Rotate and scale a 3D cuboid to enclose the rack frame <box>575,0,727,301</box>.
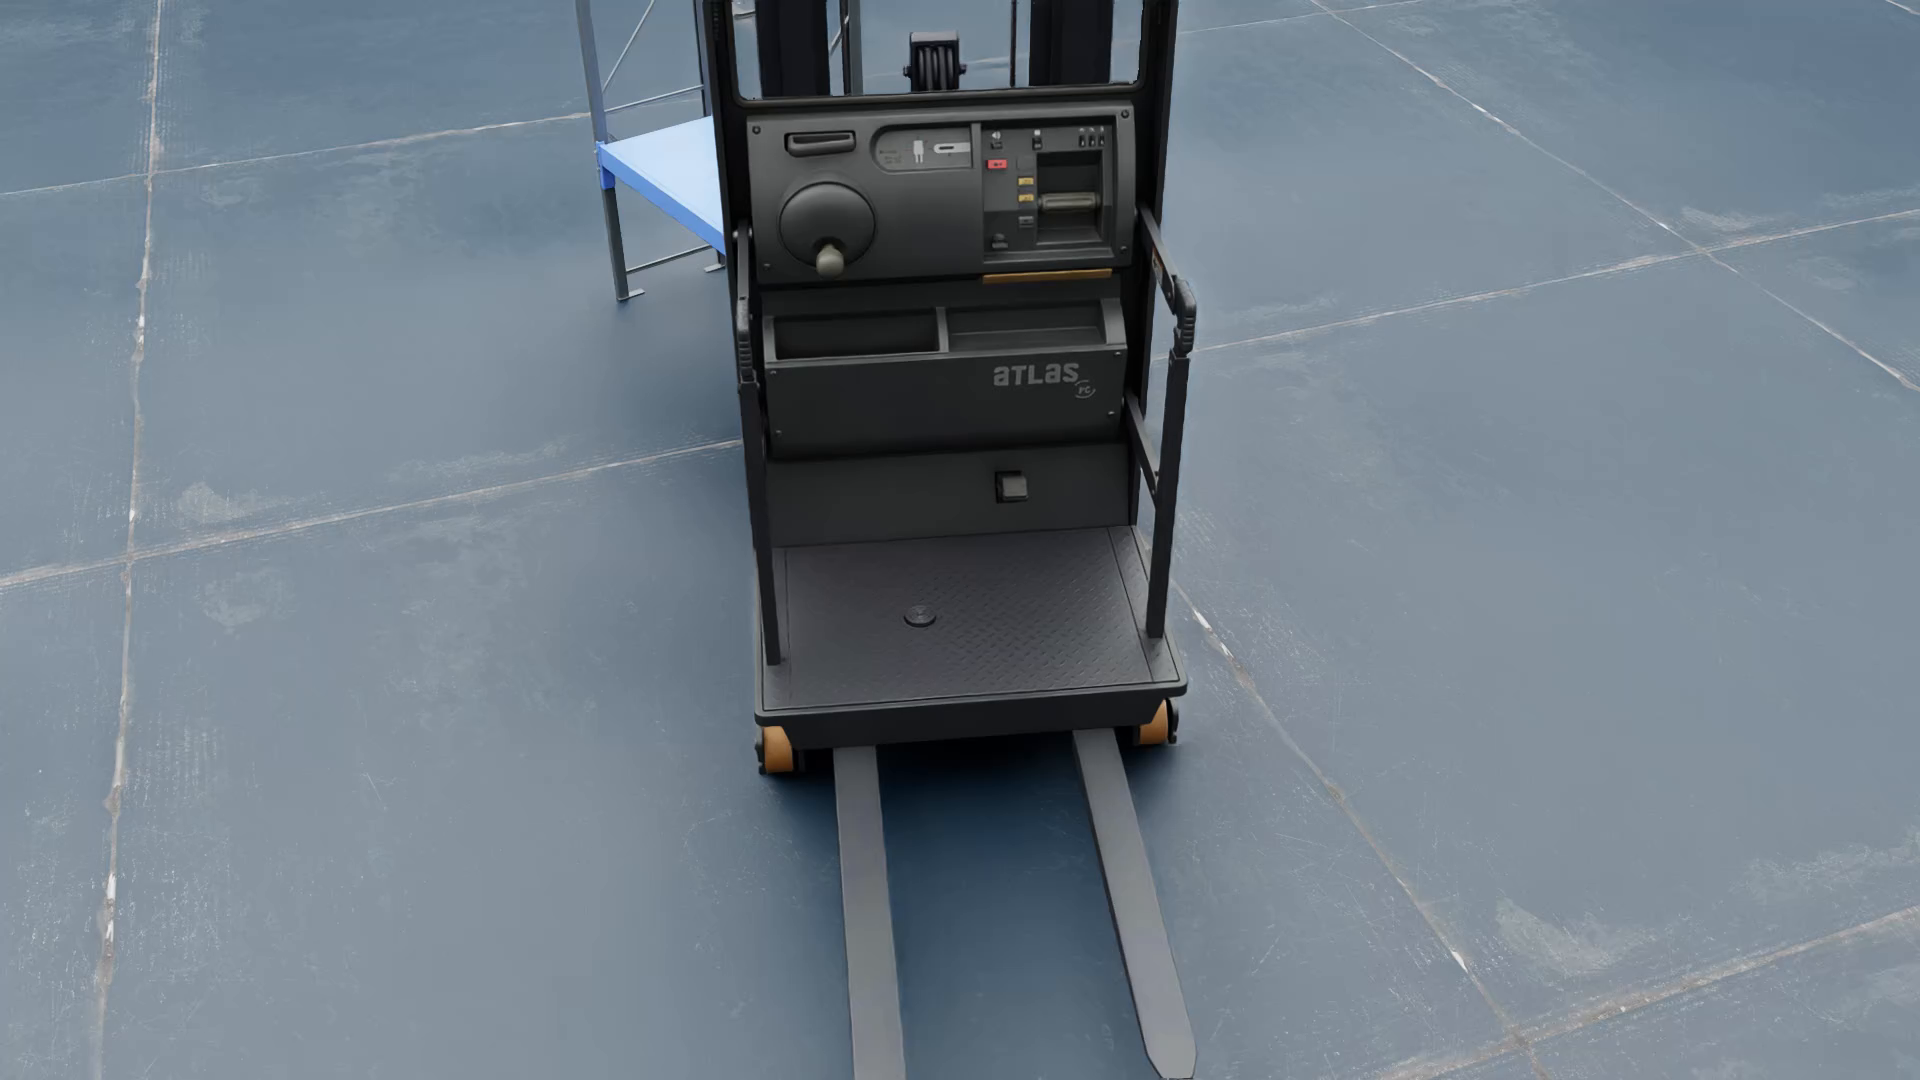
[{"bbox_3d":[-1.135,-1.626,6.163,0.500,1.500,0.032,-24,43,-29],"label":"rack frame"}]

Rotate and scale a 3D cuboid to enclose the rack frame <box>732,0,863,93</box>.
[{"bbox_3d":[-0.526,-1.137,5.513,0.500,1.500,0.032,-24,43,-29],"label":"rack frame"}]

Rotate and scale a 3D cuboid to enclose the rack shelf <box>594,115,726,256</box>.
[{"bbox_3d":[-0.830,-1.238,5.946,0.538,0.185,1.000,-24,43,-29],"label":"rack shelf"}]

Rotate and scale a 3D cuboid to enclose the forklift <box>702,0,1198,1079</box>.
[{"bbox_3d":[-0.014,-0.770,3.837,1.130,2.935,3.031,-4,37,-5],"label":"forklift"}]

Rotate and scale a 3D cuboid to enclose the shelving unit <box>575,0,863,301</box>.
[{"bbox_3d":[-0.830,-1.382,5.838,0.538,1.500,1.048,-24,43,-29],"label":"shelving unit"}]
